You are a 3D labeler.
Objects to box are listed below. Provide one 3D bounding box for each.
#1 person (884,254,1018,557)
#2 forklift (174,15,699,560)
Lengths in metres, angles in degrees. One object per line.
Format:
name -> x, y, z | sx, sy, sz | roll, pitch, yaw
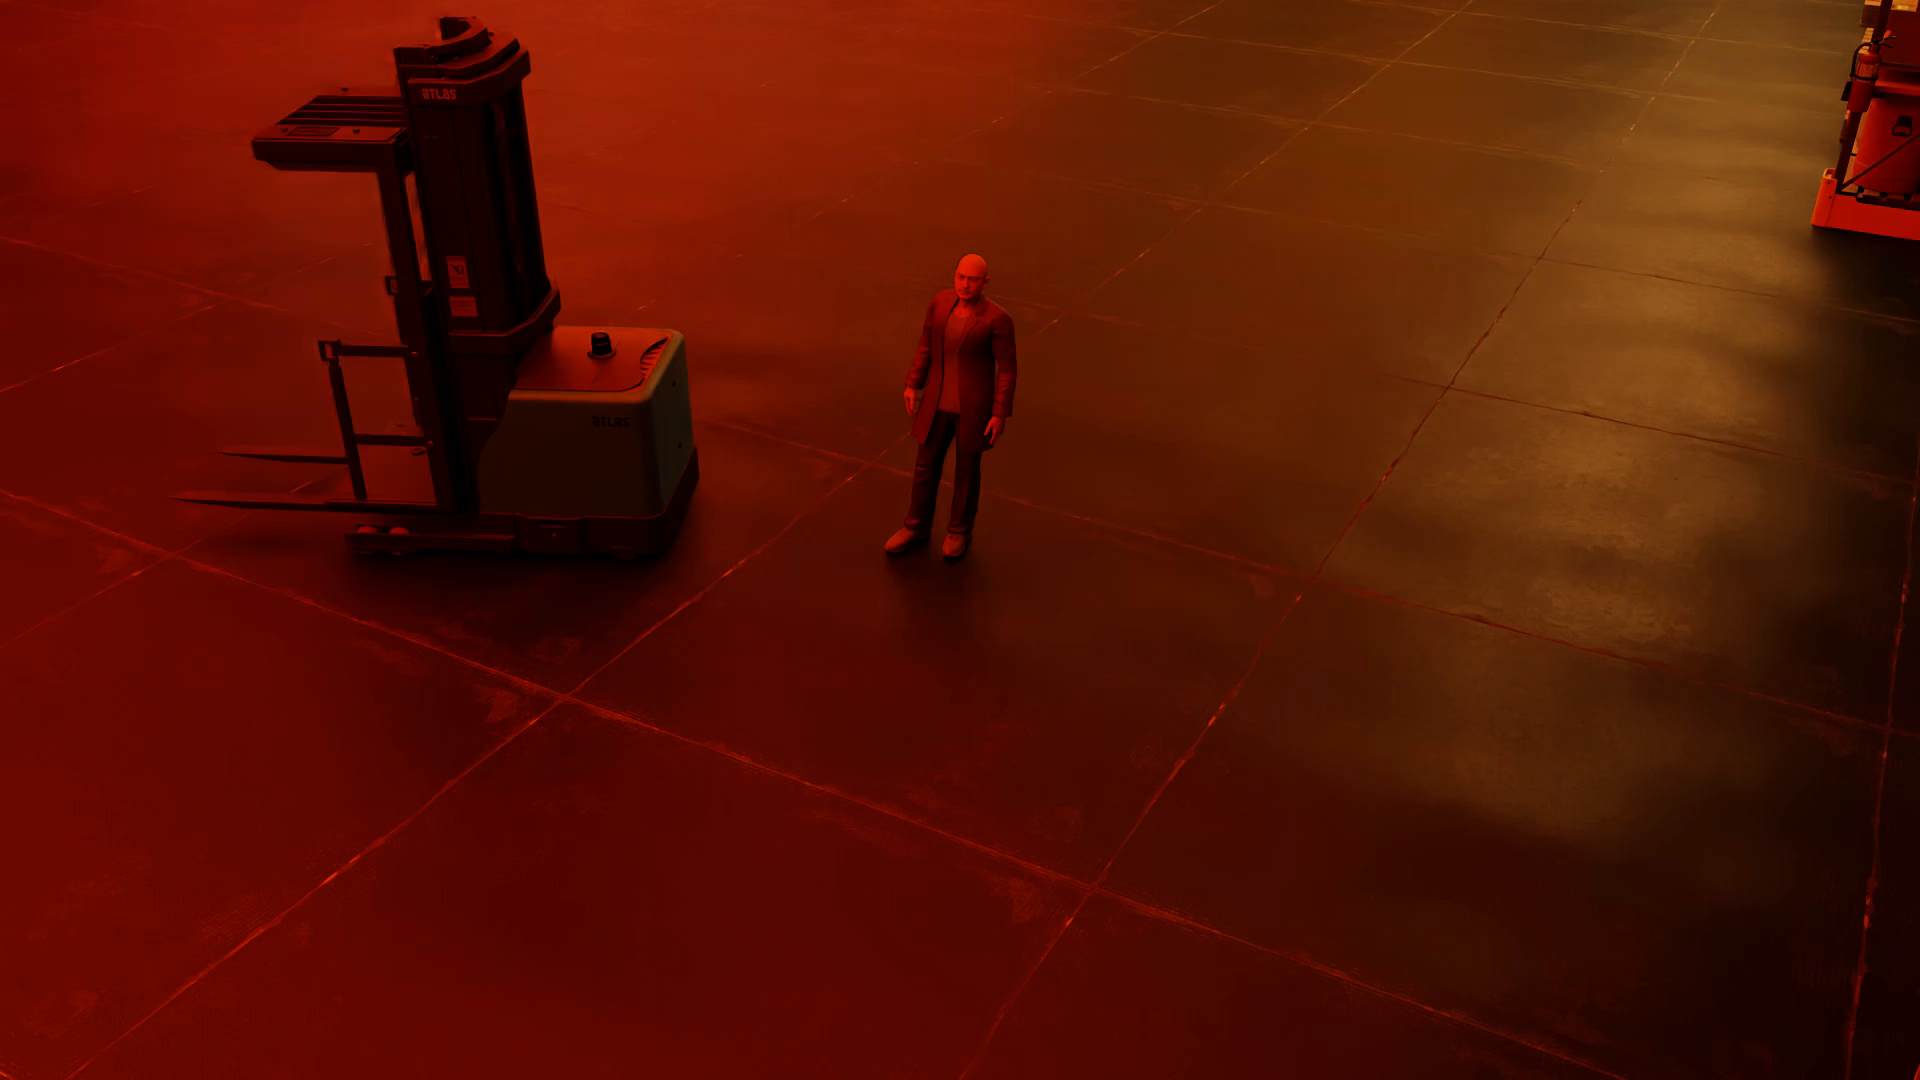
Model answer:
person -> -0.048, -0.738, 9.488 | 0.696, 1.775, 0.582 | 15, 33, 25
forklift -> -3.193, -1.438, 9.562 | 3.031, 2.935, 1.130 | 2, 30, 4
